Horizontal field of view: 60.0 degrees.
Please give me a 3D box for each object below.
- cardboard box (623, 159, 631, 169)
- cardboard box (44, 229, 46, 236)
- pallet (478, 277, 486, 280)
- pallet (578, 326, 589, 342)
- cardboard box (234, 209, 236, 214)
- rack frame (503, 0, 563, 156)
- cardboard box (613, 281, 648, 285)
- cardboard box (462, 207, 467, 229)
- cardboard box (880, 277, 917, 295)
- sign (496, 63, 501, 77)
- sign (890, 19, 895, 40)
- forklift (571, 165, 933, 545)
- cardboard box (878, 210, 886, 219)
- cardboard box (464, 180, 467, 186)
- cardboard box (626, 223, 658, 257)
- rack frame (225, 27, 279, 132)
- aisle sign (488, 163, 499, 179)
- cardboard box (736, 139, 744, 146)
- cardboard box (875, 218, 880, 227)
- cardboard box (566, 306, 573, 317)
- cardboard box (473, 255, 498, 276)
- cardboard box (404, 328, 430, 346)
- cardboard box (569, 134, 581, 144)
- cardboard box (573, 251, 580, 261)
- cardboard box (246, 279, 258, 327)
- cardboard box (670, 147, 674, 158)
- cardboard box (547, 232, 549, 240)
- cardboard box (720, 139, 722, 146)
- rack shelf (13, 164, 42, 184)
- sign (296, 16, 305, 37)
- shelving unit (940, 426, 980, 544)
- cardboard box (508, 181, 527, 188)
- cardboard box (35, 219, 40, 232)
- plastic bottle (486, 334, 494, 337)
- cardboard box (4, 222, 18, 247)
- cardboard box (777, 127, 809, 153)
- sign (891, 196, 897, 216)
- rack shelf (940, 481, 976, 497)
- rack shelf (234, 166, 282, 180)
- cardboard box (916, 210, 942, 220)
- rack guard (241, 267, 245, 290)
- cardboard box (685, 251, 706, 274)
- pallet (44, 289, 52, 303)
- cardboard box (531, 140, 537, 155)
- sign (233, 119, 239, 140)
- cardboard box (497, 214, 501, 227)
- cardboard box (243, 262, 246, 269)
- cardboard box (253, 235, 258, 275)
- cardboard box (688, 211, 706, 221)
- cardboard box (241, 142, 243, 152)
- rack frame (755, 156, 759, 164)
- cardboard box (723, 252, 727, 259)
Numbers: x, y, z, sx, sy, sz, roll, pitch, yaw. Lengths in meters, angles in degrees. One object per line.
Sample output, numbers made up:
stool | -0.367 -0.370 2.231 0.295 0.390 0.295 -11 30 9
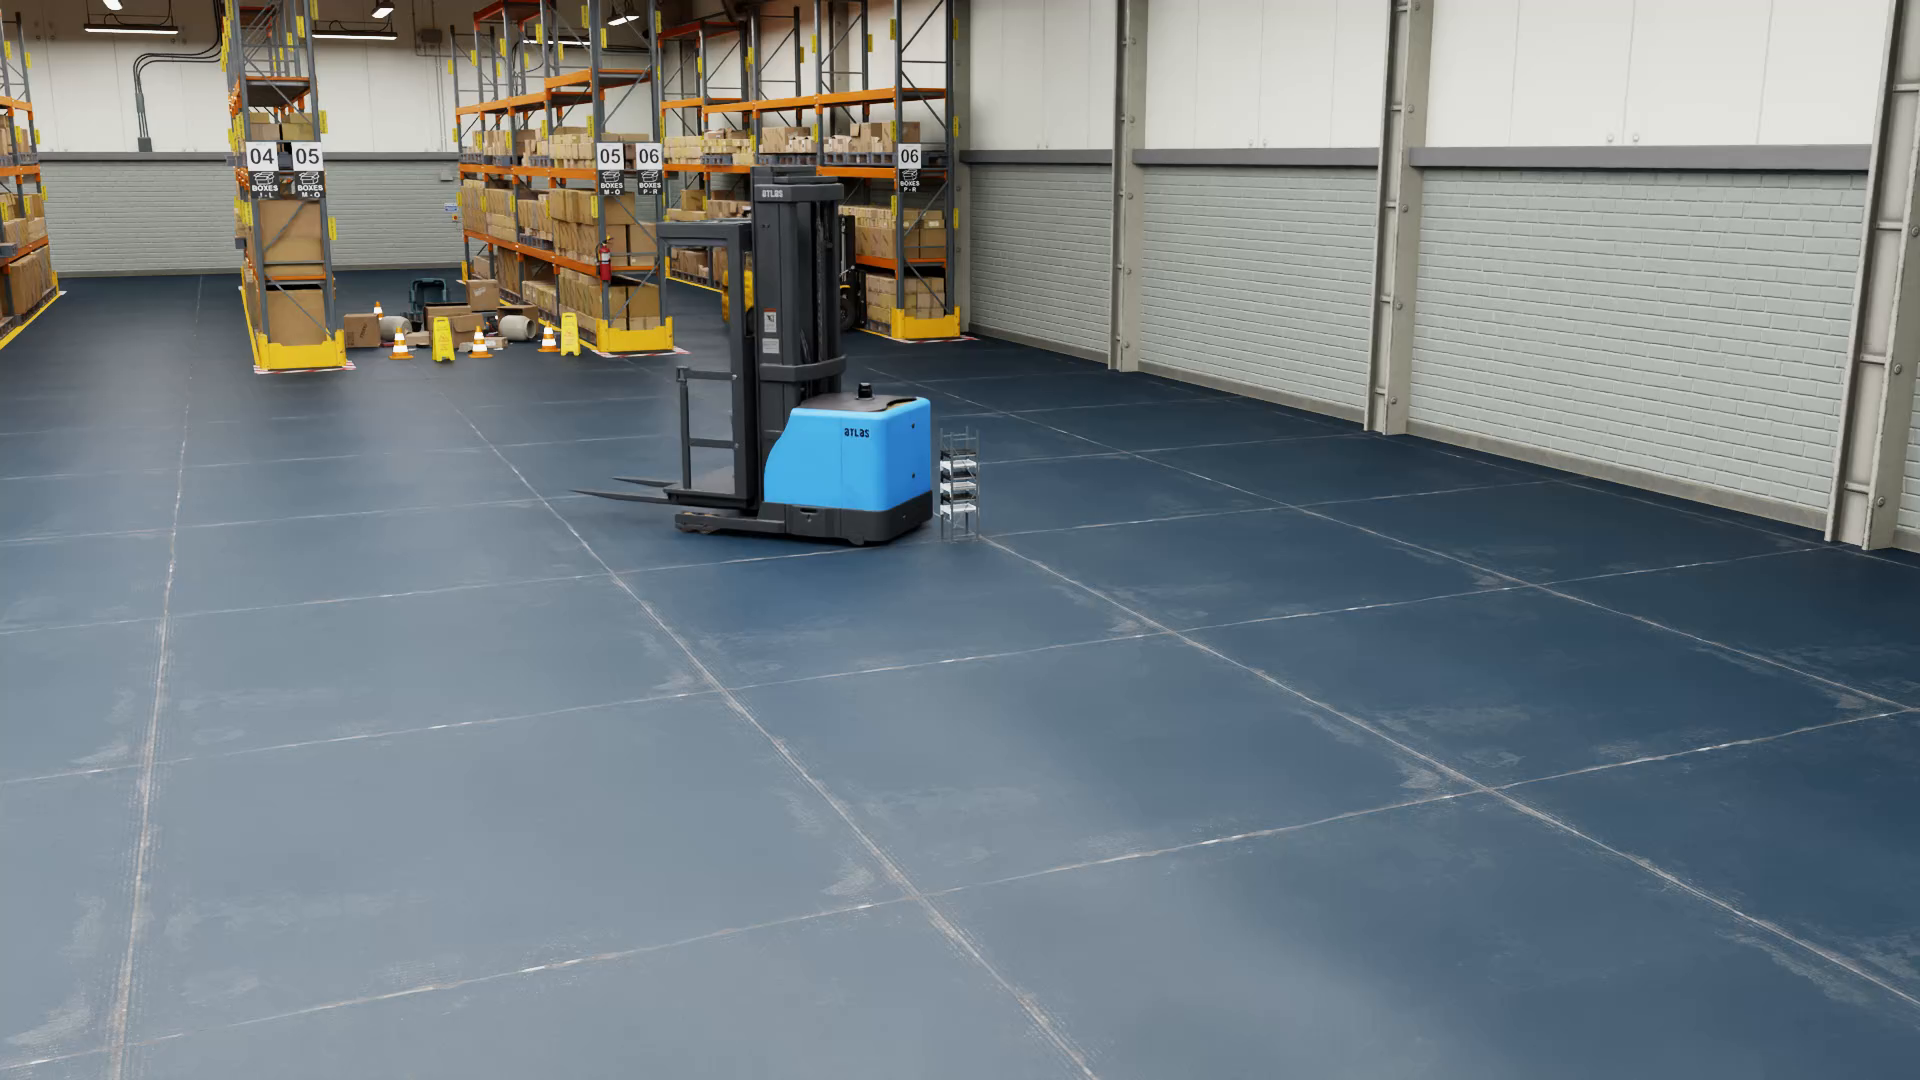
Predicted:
cardboard box | -5.158 -5.963 26.387 0.380 0.149 0.250 -6 14 -25
cardboard box | -20.075 -6.671 36.097 0.380 0.149 0.250 -5 14 -22
pallet | -10.668 -6.017 38.901 1.003 0.211 1.213 -6 14 -23
pallet | -5.944 -3.560 28.283 1.003 0.211 1.213 -6 14 -23
cardboard box | -14.386 -6.578 33.447 0.380 0.149 0.250 -6 14 -24
rack frame | -8.340 -9.056 32.539 1.000 3.000 0.127 -6 14 -23
cardboard box | -5.429 -4.015 27.567 0.500 0.500 0.500 -6 14 -25
cardboard box | -11.615 -7.709 39.805 0.500 0.500 0.500 -6 14 -23
cardboard box | -1.059 -4.348 28.454 0.500 0.250 0.500 -5 14 -21
sign | -11.042 -11.248 39.766 0.100 0.325 0.005 -6 14 -23
sign | -1.092 -8.299 27.025 0.100 0.325 0.005 -6 14 -23
forklift | -1.796 -1.577 13.684 3.031 2.935 1.130 5 14 21
cardboard box | -1.182 -5.594 28.566 0.380 0.149 0.250 -5 14 -22
cardboard box | -11.487 -8.427 39.252 0.380 0.149 0.250 -5 14 -21
cardboard box | -5.071 -4.797 26.561 0.500 0.500 0.500 -6 14 -24
rack frame | -16.040 -10.240 37.659 1.000 3.000 0.127 -6 14 -23
aisle sign | -11.289 -9.095 40.249 0.394 0.787 0.004 -6 14 -23
cardboard box | -4.619 -8.570 35.882 0.380 0.149 0.250 -6 14 -24
cardboard box | -1.251 -5.502 28.828 0.380 0.149 0.250 -6 14 -23
cardboard box | -6.525 -3.916 28.804 0.500 0.250 0.500 -5 14 -20
cardboard box | -11.189 -6.615 40.049 0.875 0.438 0.875 -6 14 -25
cardboard box | -8.857 -3.318 27.116 0.396 0.266 0.258 -3 13 -13
cardboard box | -6.187 -6.565 27.217 0.380 0.149 0.250 -5 14 -22
cardboard box | -6.275 -4.775 27.908 0.380 0.149 0.250 -6 14 -23
cardboard box | -11.564 -4.067 28.348 1.050 0.750 0.750 -6 14 -23
cardboard box | -6.848 -9.548 40.994 0.500 0.250 0.500 -5 14 -22
cardboard box | -7.286 -5.526 30.220 0.380 0.149 0.250 -6 14 -25
cardboard box | -5.099 -8.784 36.764 0.380 0.149 0.250 -6 14 -23
rack shelf | -19.824 -7.588 34.447 1.077 0.370 4.000 -6 14 -23
sign | -10.714 -8.338 27.018 0.100 0.325 0.005 -6 14 -23
shelving unit | -0.003 -0.440 13.276 0.258 0.900 0.210 -6 14 -23
cardboard box | -9.831 -7.900 36.972 0.380 0.149 0.250 -6 14 -24
cardboard box | -19.568 -6.569 34.773 0.500 0.250 0.500 -6 14 -23
plastic bottle | -7.939 -3.439 28.093 0.133 0.061 0.283 -3 13 -13
cardboard box | -17.783 -5.623 30.793 0.500 0.500 0.500 -6 14 -24
cardboard box | -3.319 -7.963 33.098 0.500 0.500 0.500 -5 14 -22
sign | -1.092 -5.563 27.658 0.100 0.325 0.005 -6 14 -23
rack shelf | -0.003 -0.408 13.283 0.258 0.077 0.200 -6 14 -23
rack shelf | -15.239 -8.015 36.293 1.077 0.370 4.000 -6 14 -23
cardboard box | -0.528 -5.527 28.280 0.380 0.149 0.250 -6 14 -24
rack guard | -16.009 -6.084 38.549 1.175 0.500 0.348 -6 14 -23
cardboard box | -6.413 -6.788 40.660 0.500 0.500 0.500 -5 14 -22
pallet | -19.748 -5.122 35.033 1.003 0.211 1.213 -6 14 -23
cardboard box | -7.703 -7.332 31.515 0.797 0.503 0.637 -6 14 -23
sign | -11.726 -6.654 26.971 0.100 0.325 0.005 -6 14 -23
cardboard box | -9.408 -6.697 34.878 0.500 0.250 0.500 -6 14 -25
cardboard box | -15.937 -6.175 37.468 0.380 0.149 0.250 -6 14 -23
cardboard box | -10.061 -4.269 24.832 0.875 0.550 0.550 -6 14 -23
cardboard box | -6.225 -7.770 39.961 0.500 0.250 0.500 -6 14 -23
cardboard box | -10.482 -5.853 24.757 0.380 0.149 0.250 -6 14 -24
rack frame | -3.794 -6.582 35.156 1.000 3.000 0.127 -6 14 -23
cardboard box | -5.201 -6.511 38.023 0.380 0.149 0.250 -6 15 -26
